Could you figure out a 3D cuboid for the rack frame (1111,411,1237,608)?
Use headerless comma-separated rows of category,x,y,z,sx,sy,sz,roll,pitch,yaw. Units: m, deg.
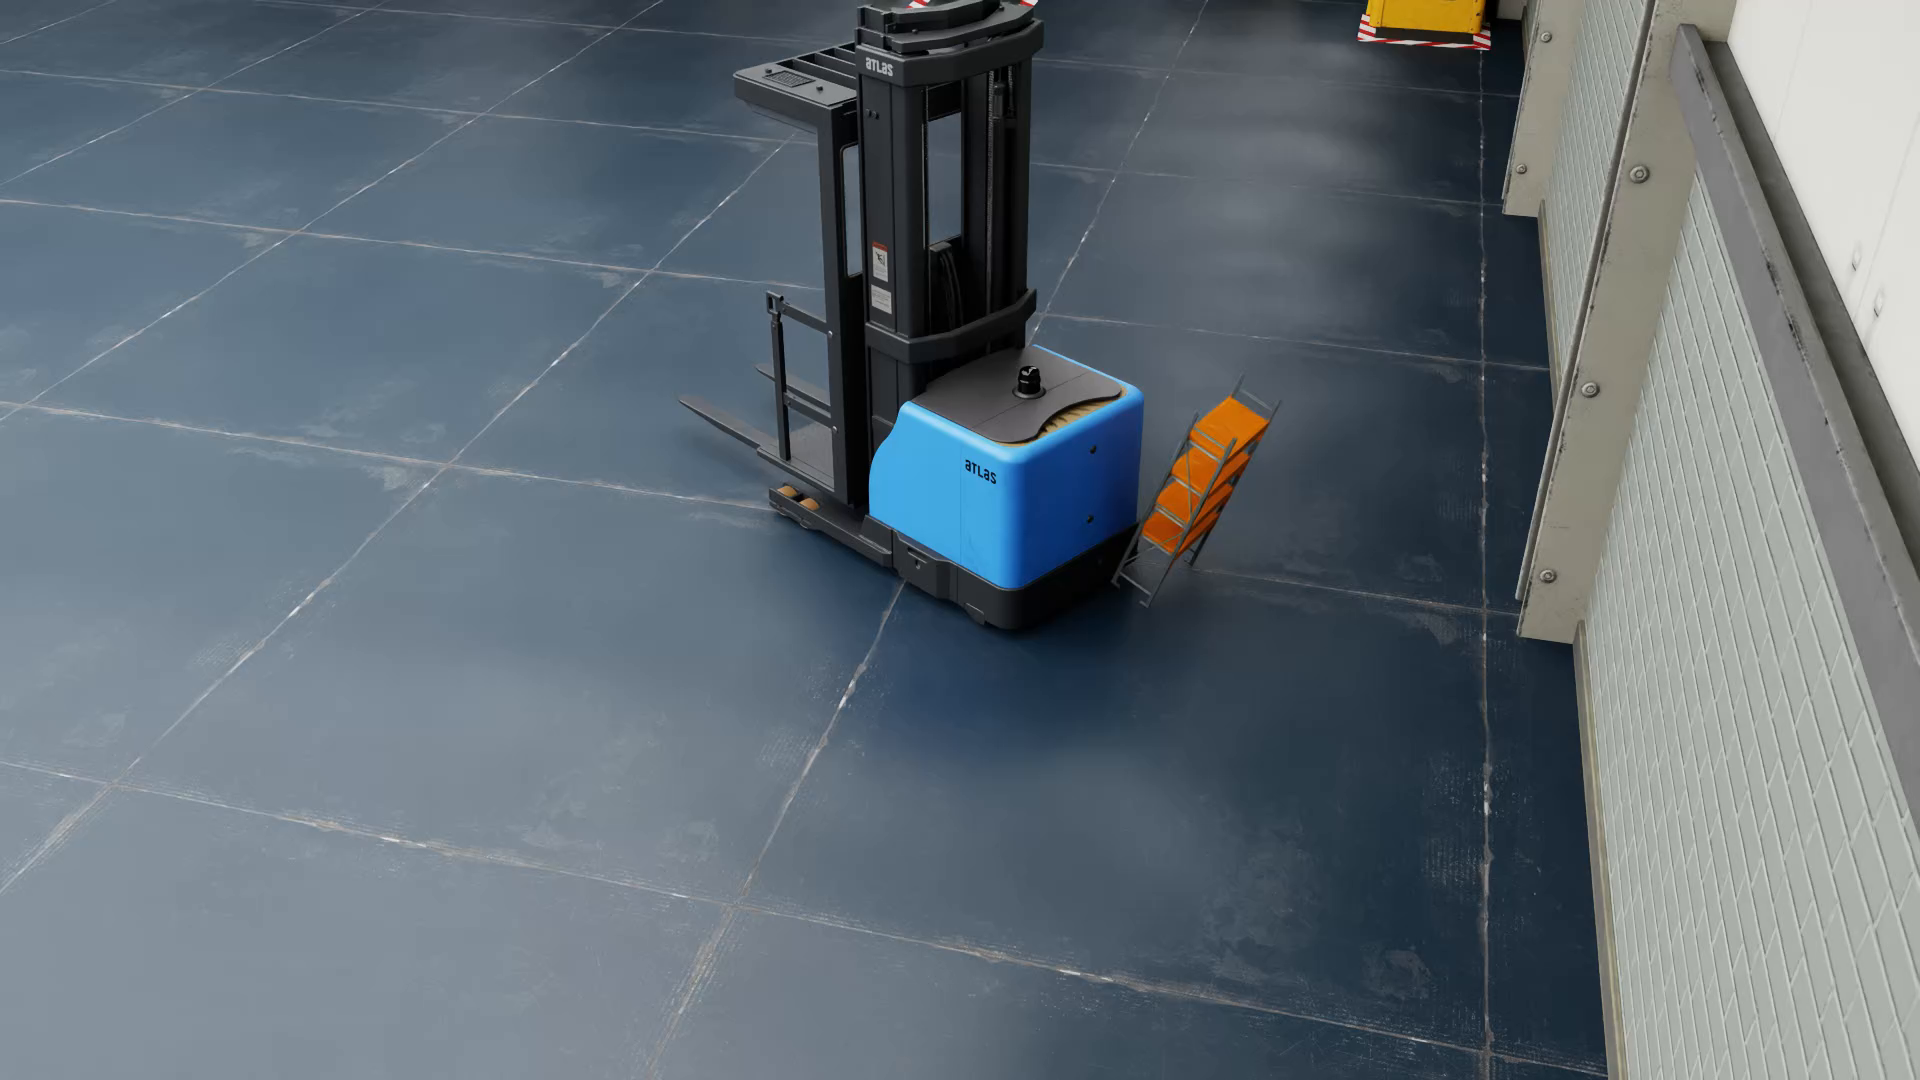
rack frame,1.055,-0.130,8.313,0.240,1.200,0.015,36,44,16

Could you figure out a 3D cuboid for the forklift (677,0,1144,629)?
forklift,-0.438,-1.475,8.838,1.130,2.935,3.031,-28,42,-36

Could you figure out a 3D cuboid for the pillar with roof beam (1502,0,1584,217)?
pillar with roof beam,0.399,-7.090,12.015,9.100,9.000,0.400,8,33,12

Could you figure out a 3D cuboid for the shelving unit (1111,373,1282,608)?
shelving unit,1.194,-0.239,8.482,0.258,1.200,0.503,36,44,16

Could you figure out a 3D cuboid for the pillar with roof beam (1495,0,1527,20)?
pillar with roof beam,1.922,-10.203,16.912,9.100,9.000,0.400,8,33,12

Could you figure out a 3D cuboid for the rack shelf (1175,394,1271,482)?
rack shelf,1.302,-0.510,8.220,0.258,0.148,0.480,36,44,16

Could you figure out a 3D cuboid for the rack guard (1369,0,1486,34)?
rack guard,5.031,-5.780,17.875,1.175,0.500,0.348,8,33,12

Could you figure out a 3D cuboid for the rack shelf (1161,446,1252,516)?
rack shelf,1.237,-0.347,8.378,0.258,0.148,0.480,36,44,16

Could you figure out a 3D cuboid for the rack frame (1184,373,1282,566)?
rack frame,1.333,-0.347,8.651,0.240,1.200,0.015,36,44,16

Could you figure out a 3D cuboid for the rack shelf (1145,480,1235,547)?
rack shelf,1.176,-0.192,8.527,0.258,0.148,0.480,36,44,16

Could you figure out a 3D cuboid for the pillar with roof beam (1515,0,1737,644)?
pillar with roof beam,-1.123,-3.976,7.117,9.100,9.000,0.400,8,33,12

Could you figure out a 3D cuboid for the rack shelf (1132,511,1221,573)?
rack shelf,1.121,-0.055,8.660,0.258,0.148,0.480,36,44,16
